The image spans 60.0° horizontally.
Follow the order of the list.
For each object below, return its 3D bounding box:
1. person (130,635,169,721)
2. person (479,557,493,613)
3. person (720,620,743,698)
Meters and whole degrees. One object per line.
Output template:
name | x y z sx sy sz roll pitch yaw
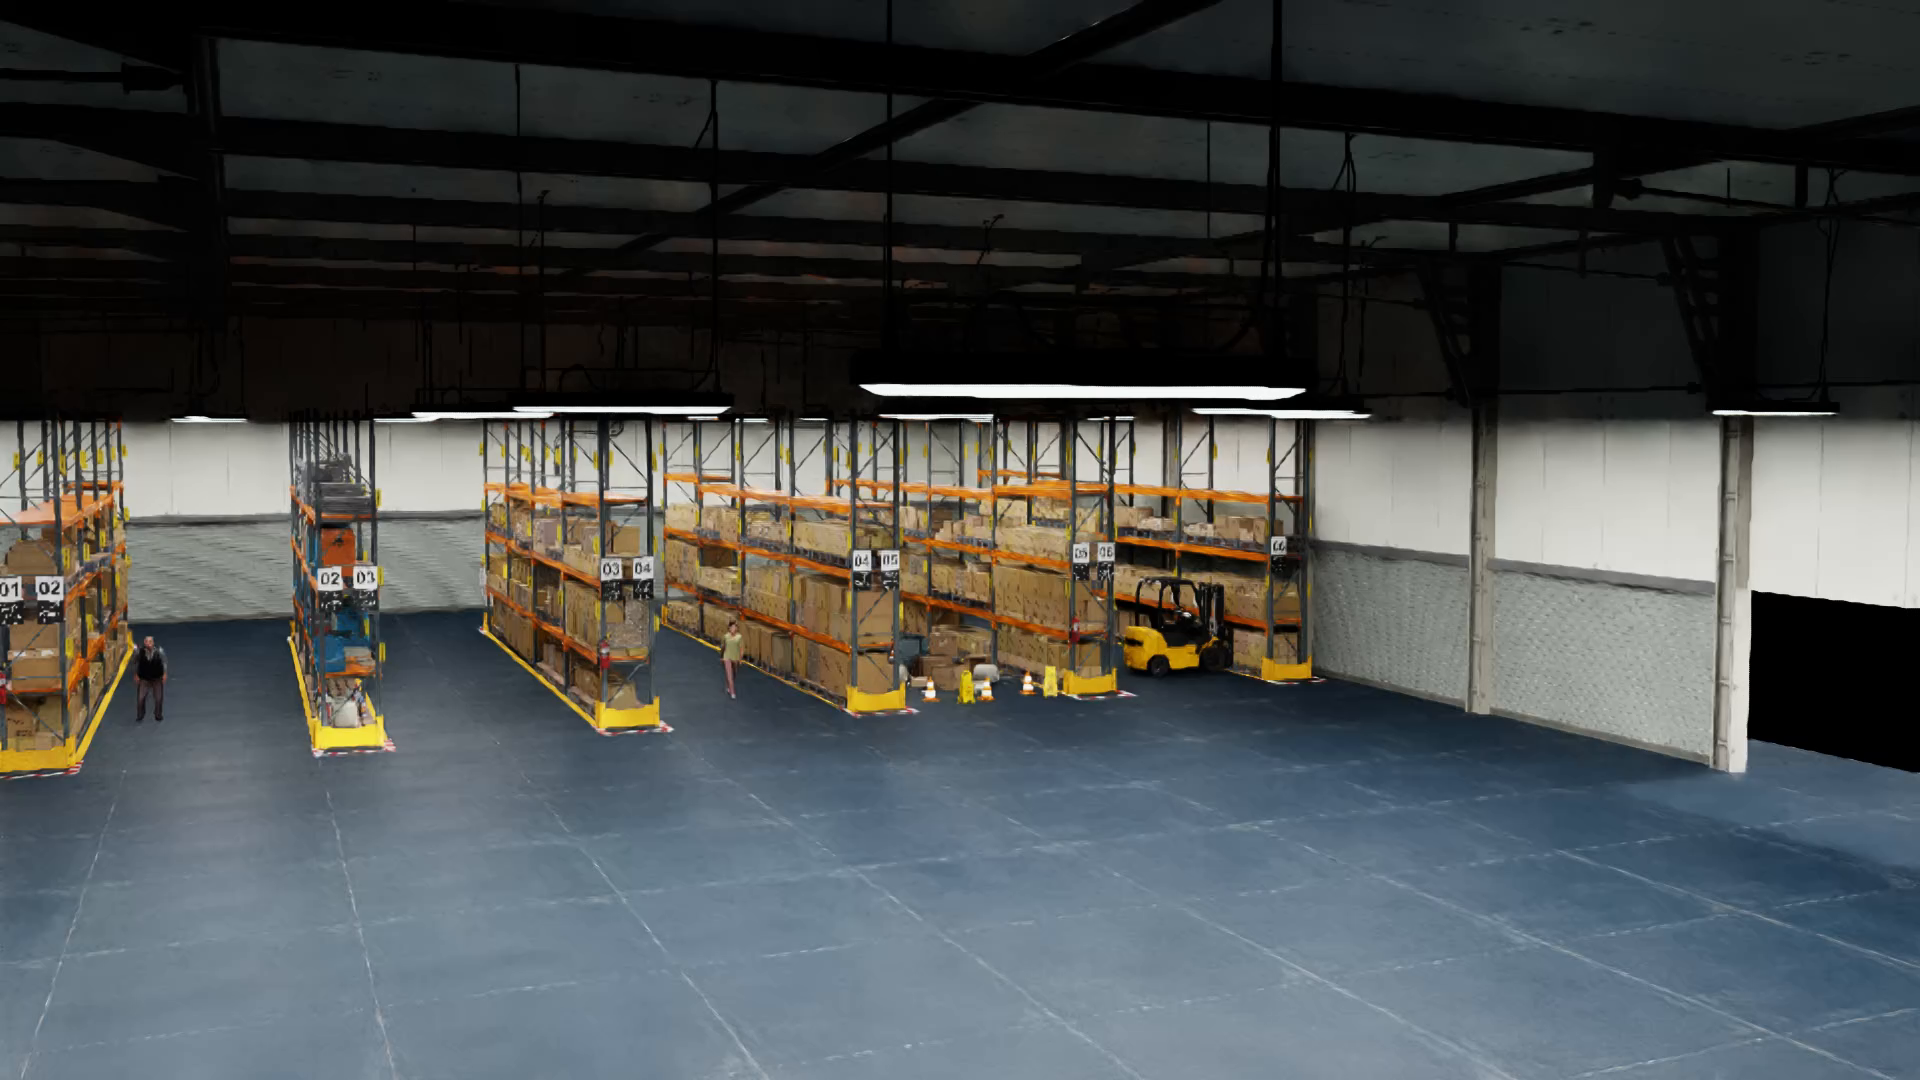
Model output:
person | -15.577 2.655 31.985 0.677 1.671 0.534 -2 4 -25
person | -14.006 1.363 49.424 0.703 1.779 0.459 3 5 32
person | -4.746 2.471 34.781 0.445 1.589 1.095 -2 4 -25
